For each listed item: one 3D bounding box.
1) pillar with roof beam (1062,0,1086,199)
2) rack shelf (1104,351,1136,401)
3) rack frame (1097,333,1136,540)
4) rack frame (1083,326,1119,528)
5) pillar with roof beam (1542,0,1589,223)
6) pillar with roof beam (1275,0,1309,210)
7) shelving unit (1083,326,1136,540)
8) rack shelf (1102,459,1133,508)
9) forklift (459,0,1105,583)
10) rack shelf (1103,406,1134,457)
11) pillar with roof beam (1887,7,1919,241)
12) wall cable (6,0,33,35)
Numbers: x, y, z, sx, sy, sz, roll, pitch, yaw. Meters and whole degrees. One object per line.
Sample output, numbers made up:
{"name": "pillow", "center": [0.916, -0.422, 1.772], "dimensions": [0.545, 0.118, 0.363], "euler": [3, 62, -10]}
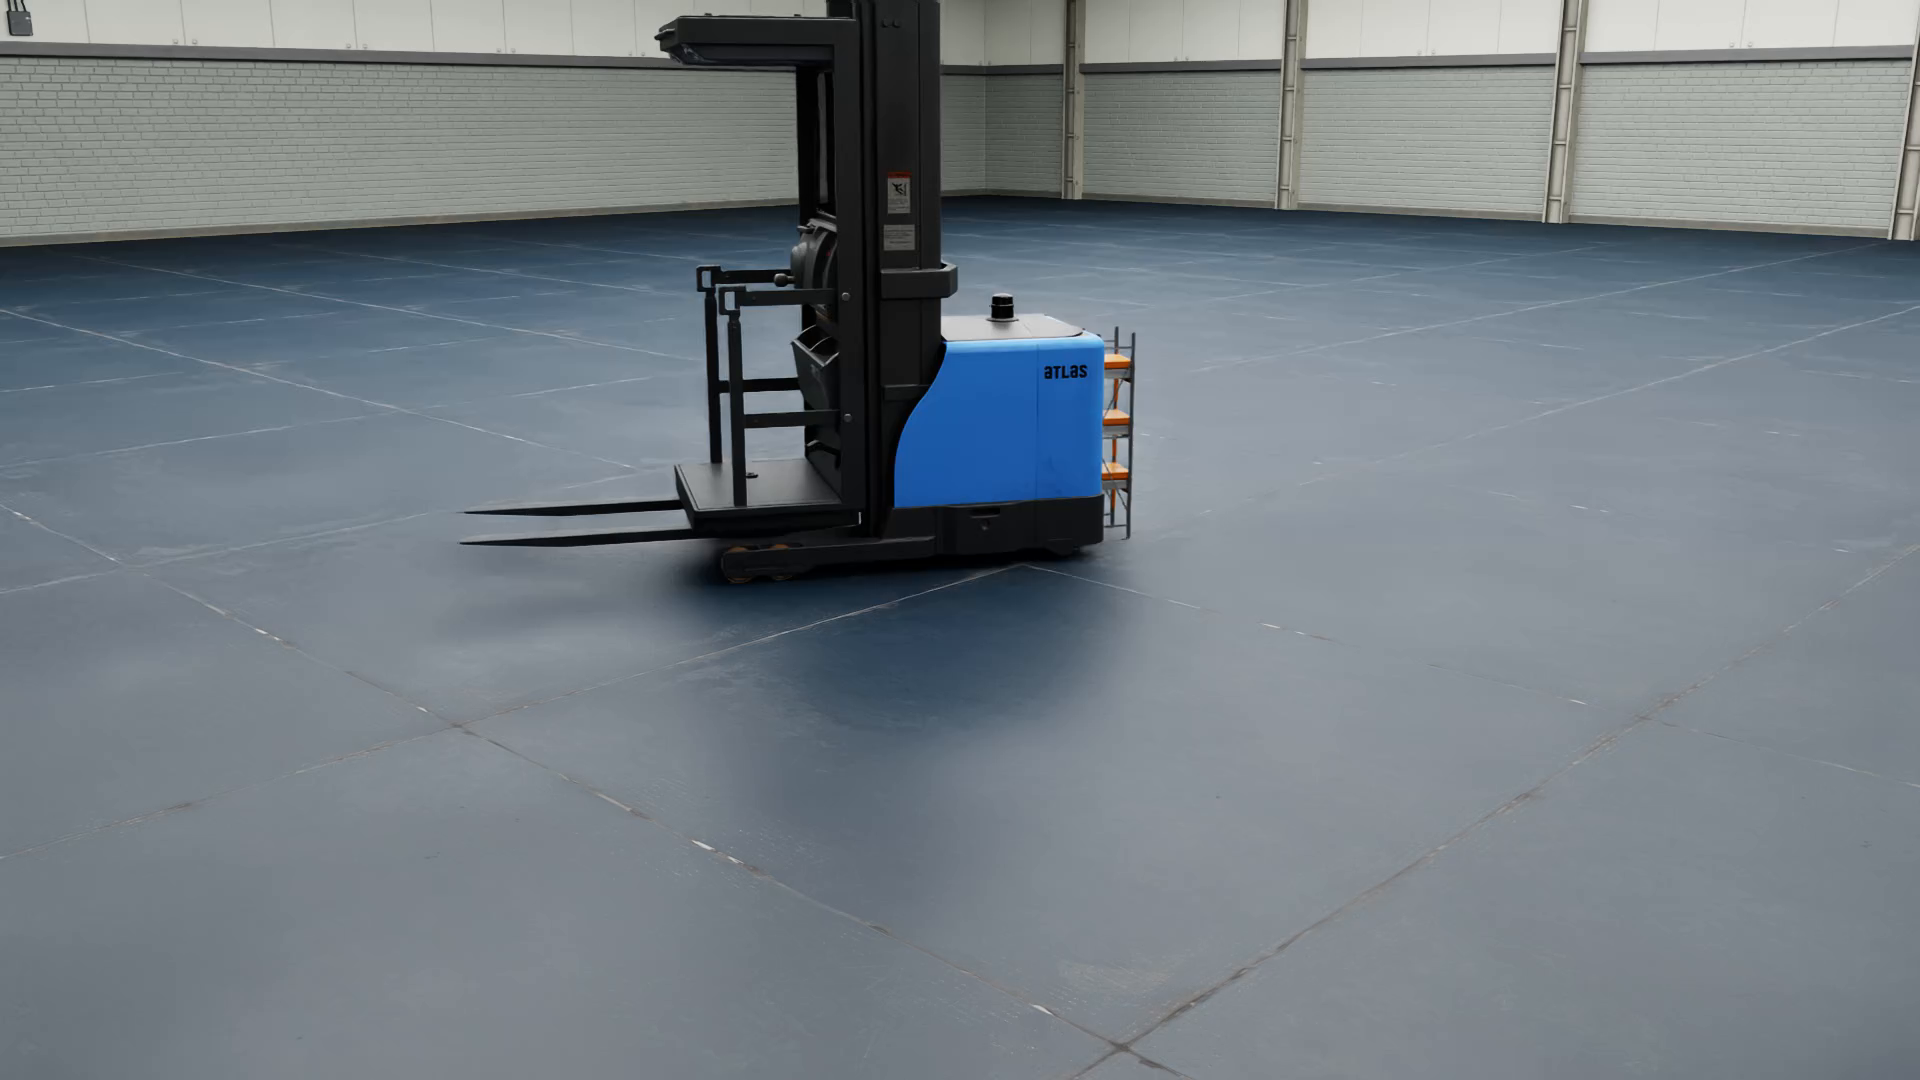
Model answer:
{"name": "pillar with roof beam", "center": [-0.321, -11.704, 35.502], "dimensions": [0.400, 9.000, 9.100], "euler": [14, 20, 42]}
{"name": "rack shelf", "center": [0.736, -0.801, 8.341], "dimensions": [0.215, 0.259, 0.240], "euler": [-4, 15, -14]}
{"name": "rack frame", "center": [0.766, -0.507, 8.296], "dimensions": [0.200, 1.050, 0.008], "euler": [-4, 15, -14]}
{"name": "rack frame", "center": [0.706, -0.567, 8.524], "dimensions": [0.200, 1.050, 0.008], "euler": [-4, 15, -14]}
{"name": "pillar with roof beam", "center": [8.317, -9.603, 27.442], "dimensions": [0.400, 9.000, 9.100], "euler": [14, 20, 42]}
{"name": "pillar with roof beam", "center": [3.998, -10.653, 31.472], "dimensions": [0.400, 9.000, 9.100], "euler": [14, 20, 42]}
{"name": "shelving unit", "center": [0.736, -0.537, 8.410], "dimensions": [0.215, 1.050, 0.252], "euler": [-4, 15, -14]}
{"name": "rack shelf", "center": [0.736, -0.258, 8.483], "dimensions": [0.215, 0.259, 0.240], "euler": [-4, 15, -14]}
{"name": "forklift", "center": [-0.872, -1.365, 7.858], "dimensions": [3.031, 2.935, 1.130], "euler": [-4, 15, -14]}
{"name": "rack shelf", "center": [0.736, -0.527, 8.413], "dimensions": [0.215, 0.259, 0.240], "euler": [-4, 15, -14]}
{"name": "pillar with roof beam", "center": [12.636, -8.553, 23.412], "dimensions": [0.400, 9.000, 9.100], "euler": [14, 20, 42]}
{"name": "wall cable", "center": [-13.800, -10.889, 25.631], "dimensions": [0.169, 6.003, 2.305], "euler": [14, 20, 42]}
